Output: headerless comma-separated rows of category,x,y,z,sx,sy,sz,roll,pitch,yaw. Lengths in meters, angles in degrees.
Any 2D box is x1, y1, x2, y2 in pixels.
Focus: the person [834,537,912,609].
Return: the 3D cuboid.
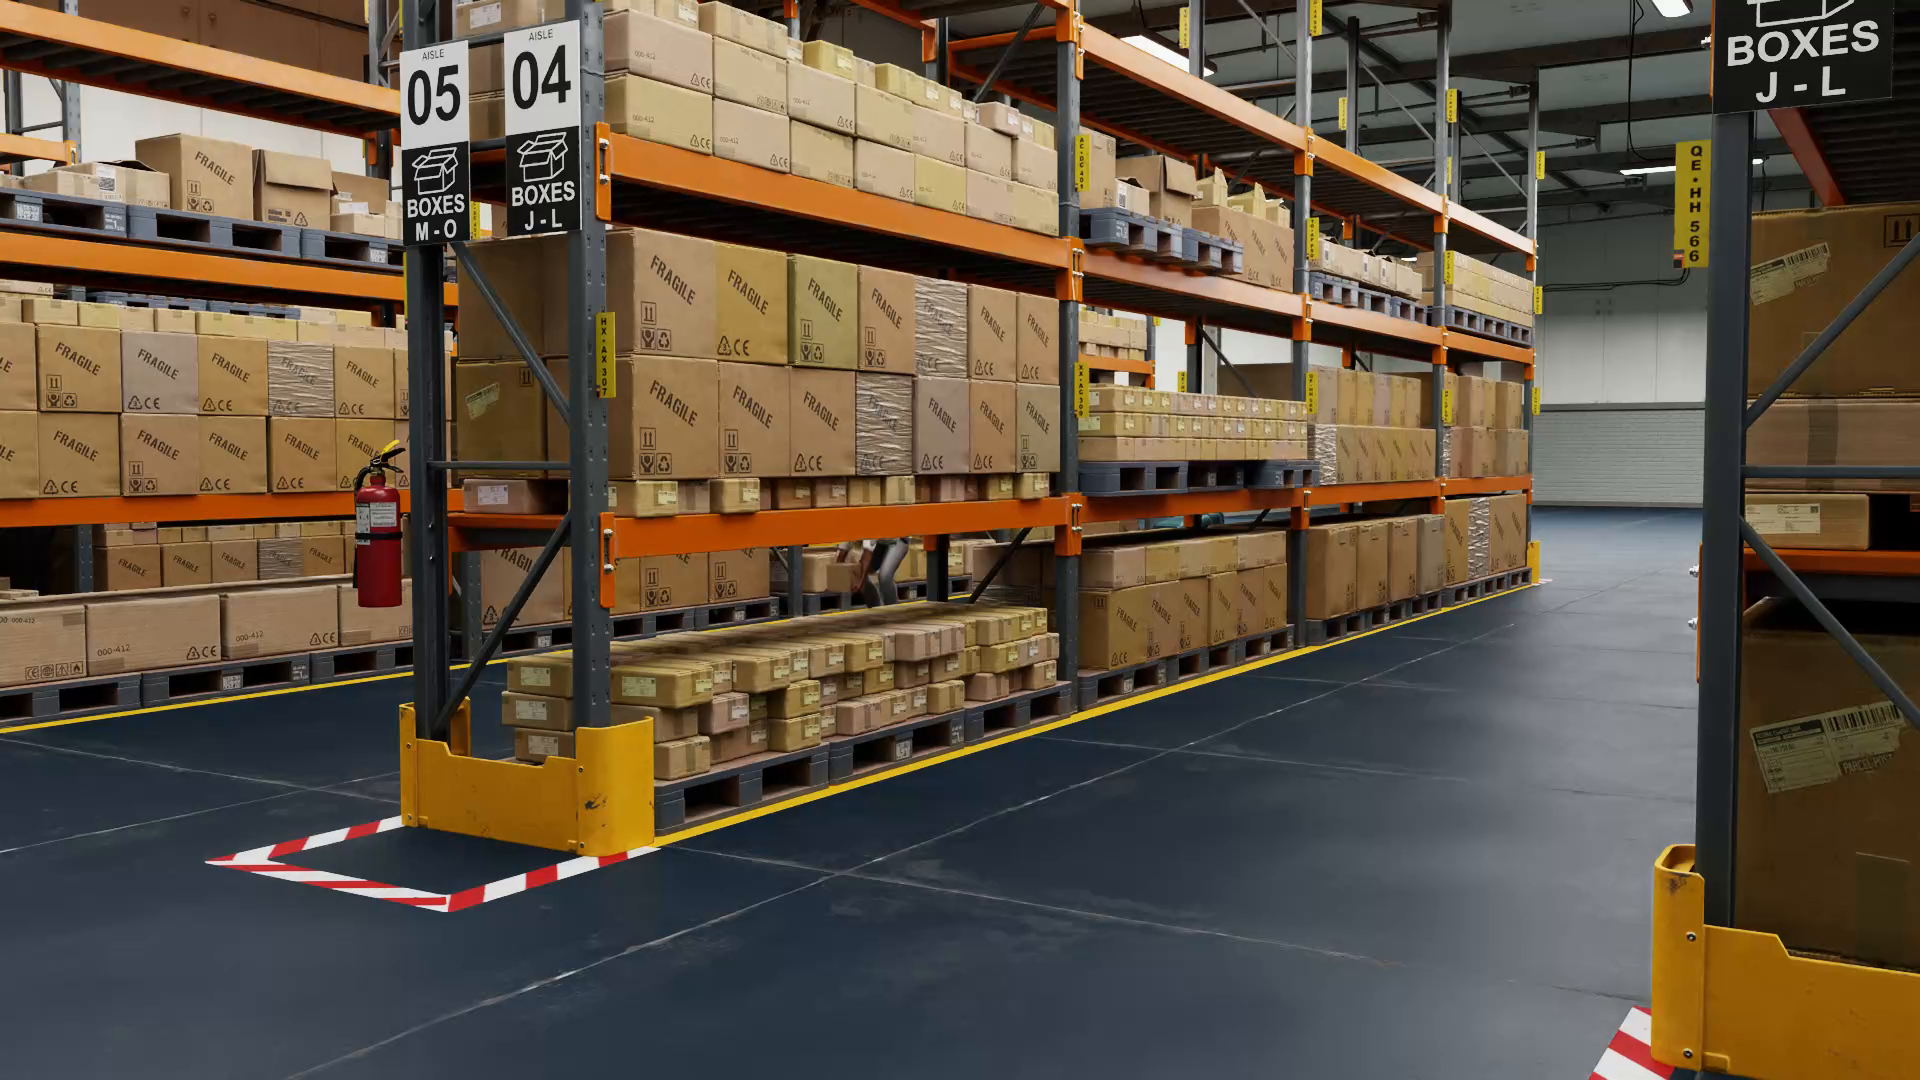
person,-0.835,0.223,15.124,0.440,1.117,0.930,2,4,40
